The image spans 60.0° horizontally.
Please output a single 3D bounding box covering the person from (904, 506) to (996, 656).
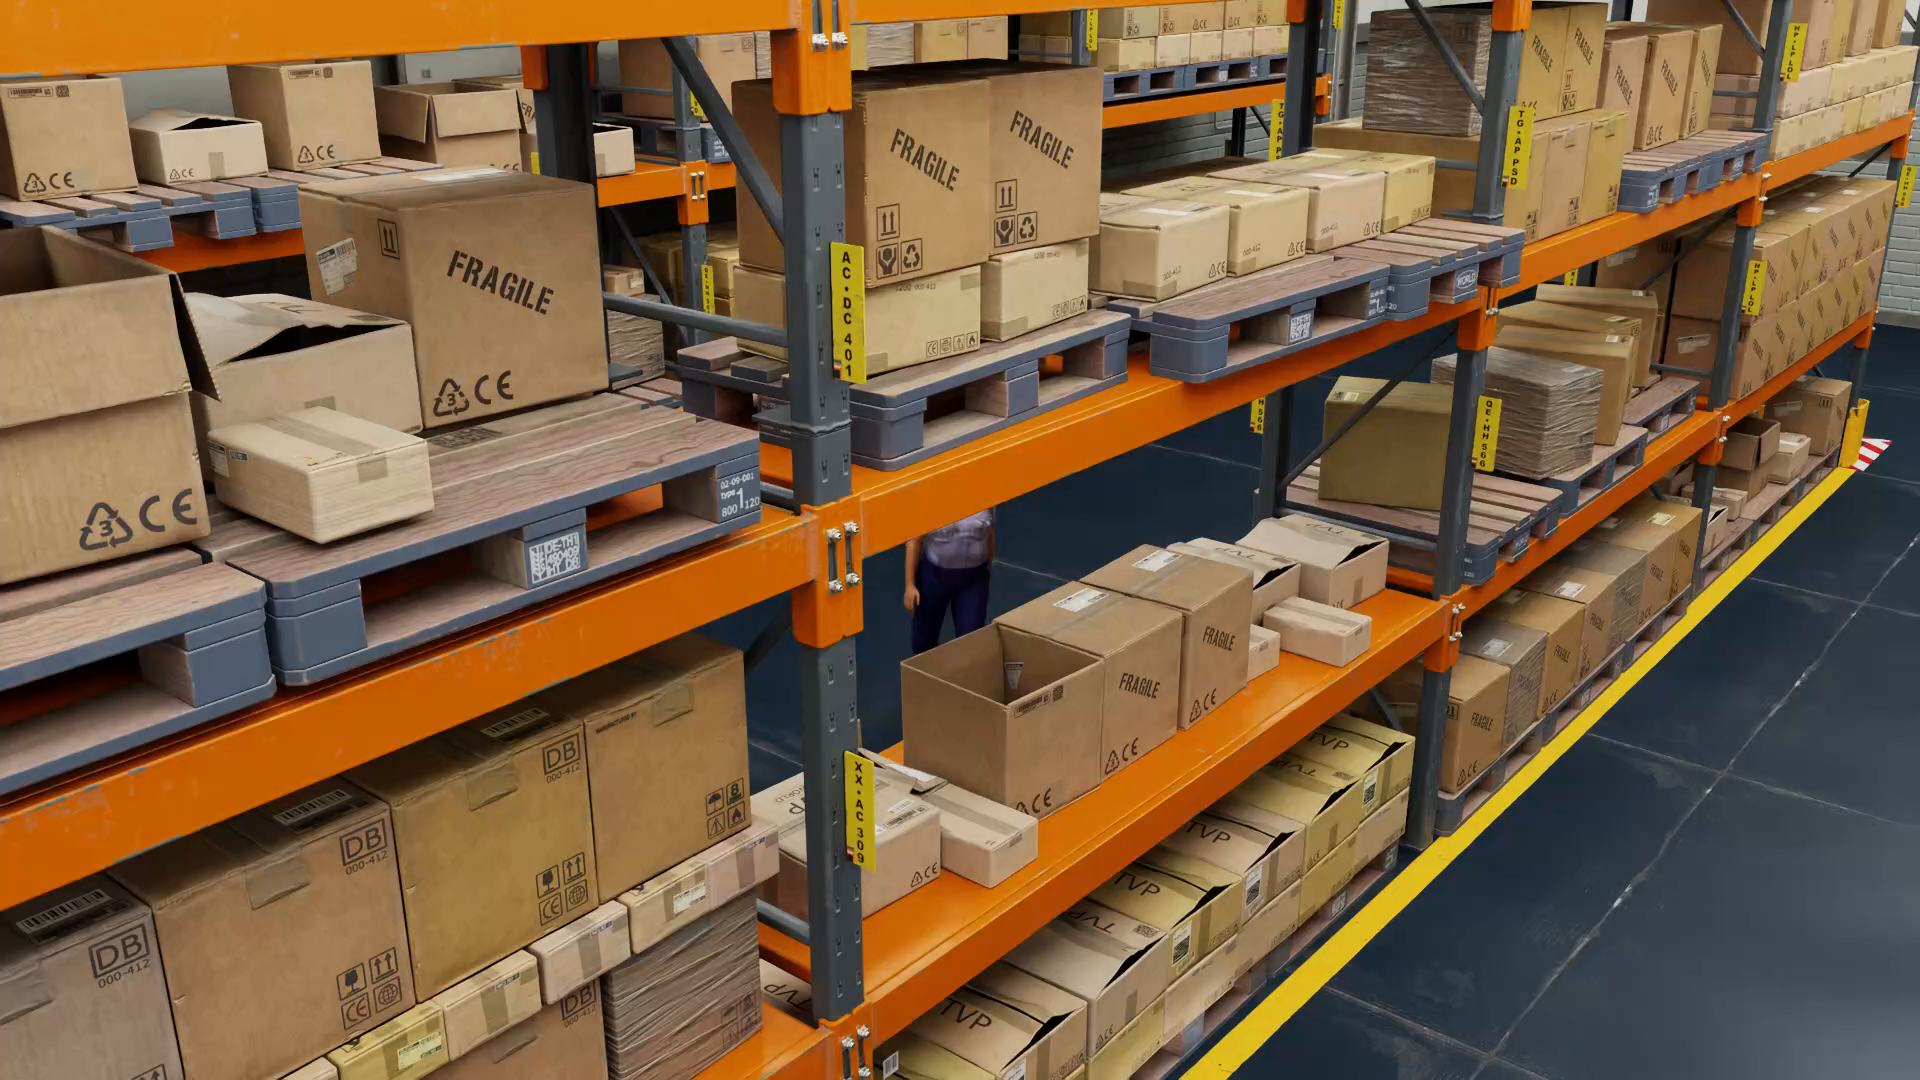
[{"bbox_3d":[-0.068,0.216,9.021,0.541,1.622,0.847,-5,21,-13],"label":"person"}]
